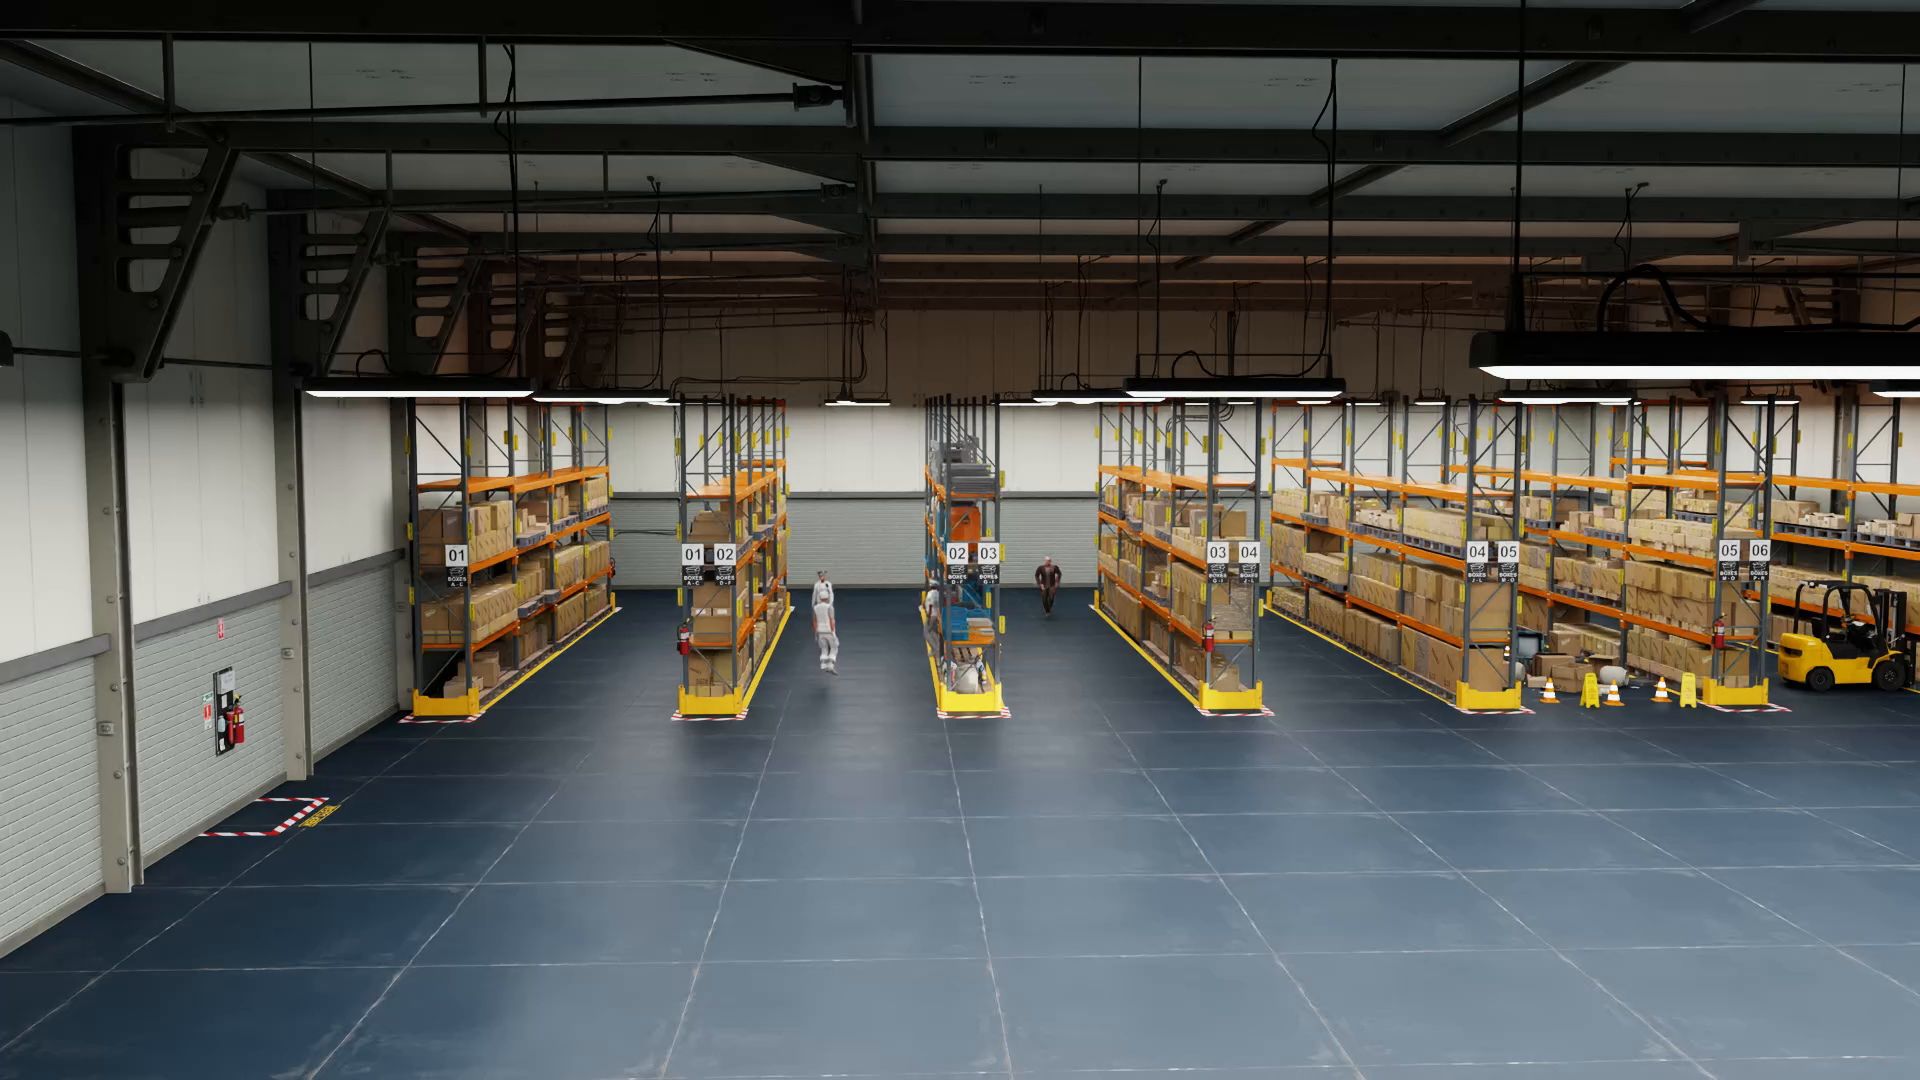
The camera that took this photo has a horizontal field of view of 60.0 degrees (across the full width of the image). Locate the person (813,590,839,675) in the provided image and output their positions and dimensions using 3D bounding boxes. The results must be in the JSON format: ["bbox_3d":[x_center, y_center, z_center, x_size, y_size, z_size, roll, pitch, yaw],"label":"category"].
[{"bbox_3d":[-2.799,1.926,34.399,0.546,1.769,0.474,1,5,11],"label":"person"}]

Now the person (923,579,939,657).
[{"bbox_3d":[-0.567,1.731,36.844,0.414,1.718,0.492,3,6,35],"label":"person"}]

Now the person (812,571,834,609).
[{"bbox_3d":[-3.442,1.575,41.853,0.532,1.621,1.022,-1,5,-11],"label":"person"}]

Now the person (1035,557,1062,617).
[{"bbox_3d":[2.424,1.282,45.702,0.745,1.684,0.658,0,5,5],"label":"person"}]
